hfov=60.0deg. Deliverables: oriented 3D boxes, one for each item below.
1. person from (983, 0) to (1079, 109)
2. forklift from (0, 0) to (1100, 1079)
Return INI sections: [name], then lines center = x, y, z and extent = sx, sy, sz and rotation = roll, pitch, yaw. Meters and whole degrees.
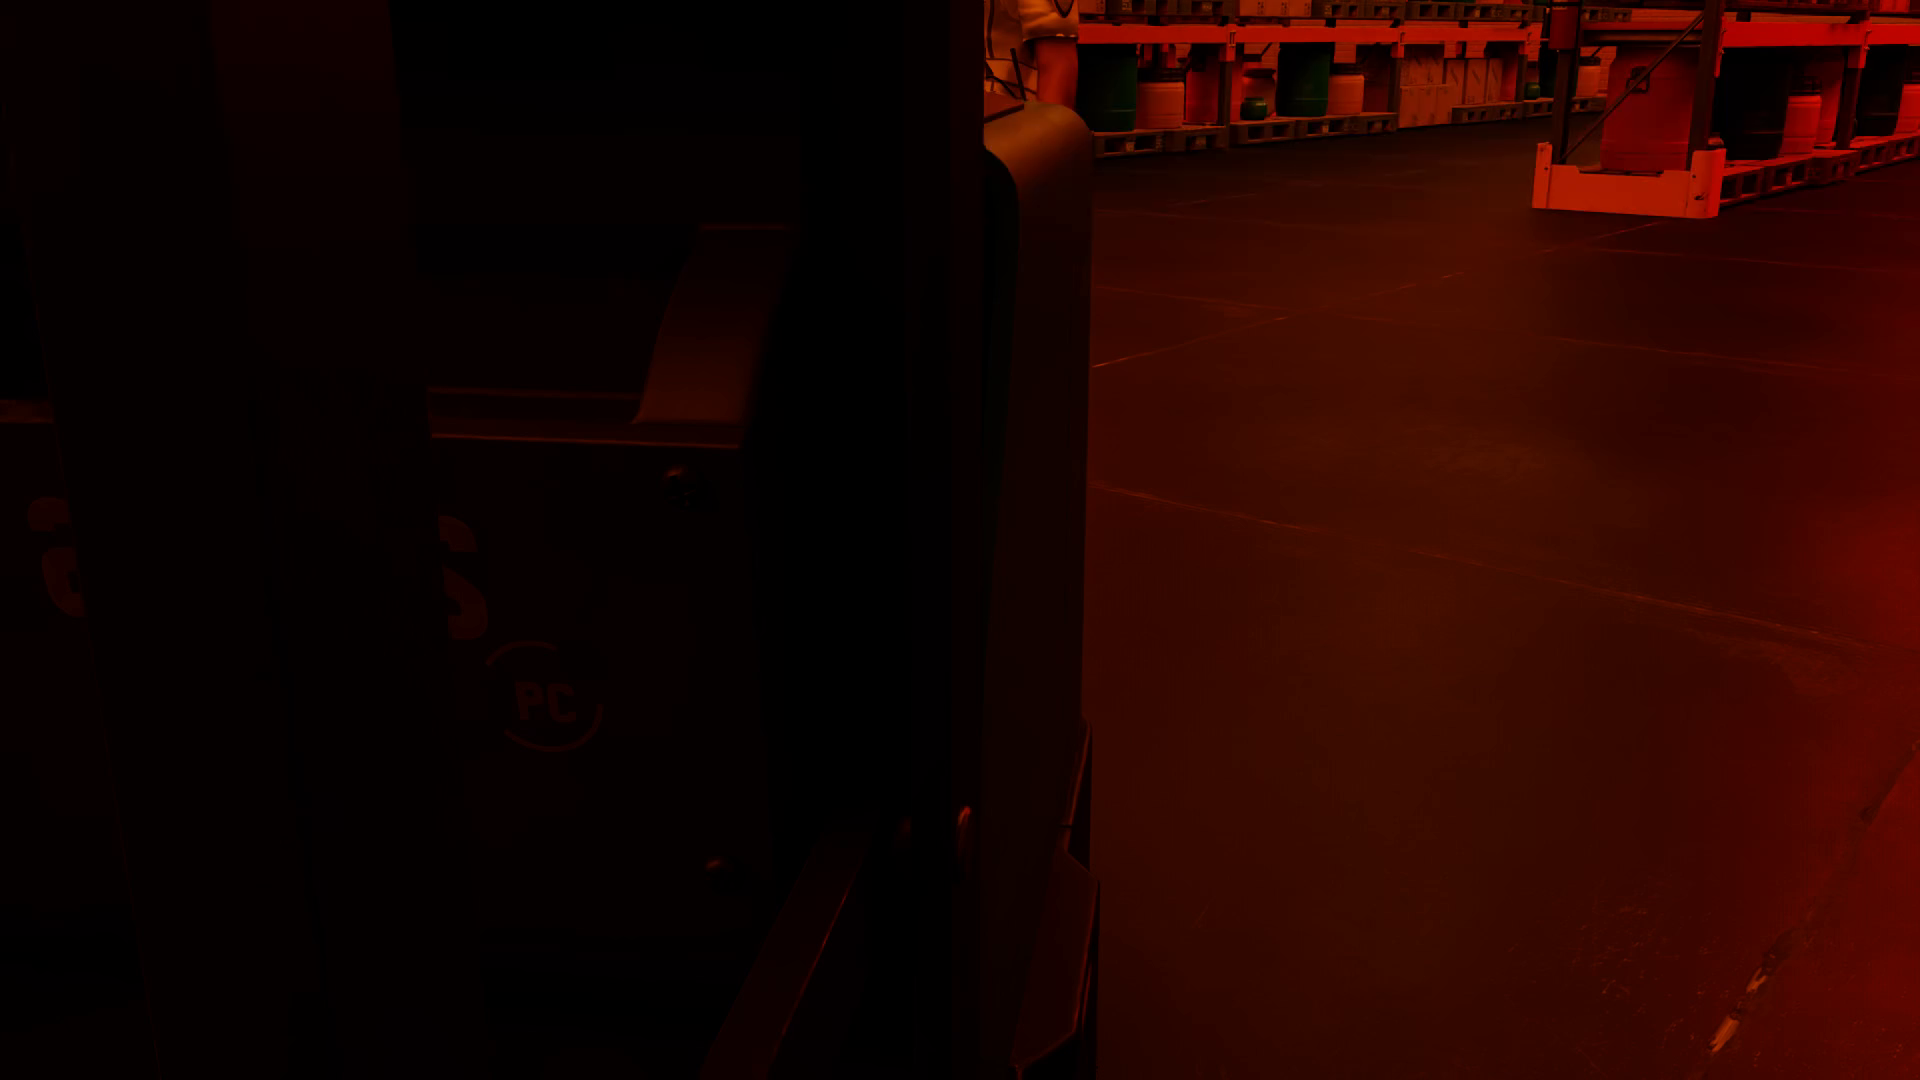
[person]
center = -0.066, -0.792, 3.655
extent = 0.598, 1.670, 0.529
rotation = 13, 21, 37
[forklift]
center = -0.570, -0.486, 0.497
extent = 1.130, 2.935, 3.031
rotation = 3, 17, 8
